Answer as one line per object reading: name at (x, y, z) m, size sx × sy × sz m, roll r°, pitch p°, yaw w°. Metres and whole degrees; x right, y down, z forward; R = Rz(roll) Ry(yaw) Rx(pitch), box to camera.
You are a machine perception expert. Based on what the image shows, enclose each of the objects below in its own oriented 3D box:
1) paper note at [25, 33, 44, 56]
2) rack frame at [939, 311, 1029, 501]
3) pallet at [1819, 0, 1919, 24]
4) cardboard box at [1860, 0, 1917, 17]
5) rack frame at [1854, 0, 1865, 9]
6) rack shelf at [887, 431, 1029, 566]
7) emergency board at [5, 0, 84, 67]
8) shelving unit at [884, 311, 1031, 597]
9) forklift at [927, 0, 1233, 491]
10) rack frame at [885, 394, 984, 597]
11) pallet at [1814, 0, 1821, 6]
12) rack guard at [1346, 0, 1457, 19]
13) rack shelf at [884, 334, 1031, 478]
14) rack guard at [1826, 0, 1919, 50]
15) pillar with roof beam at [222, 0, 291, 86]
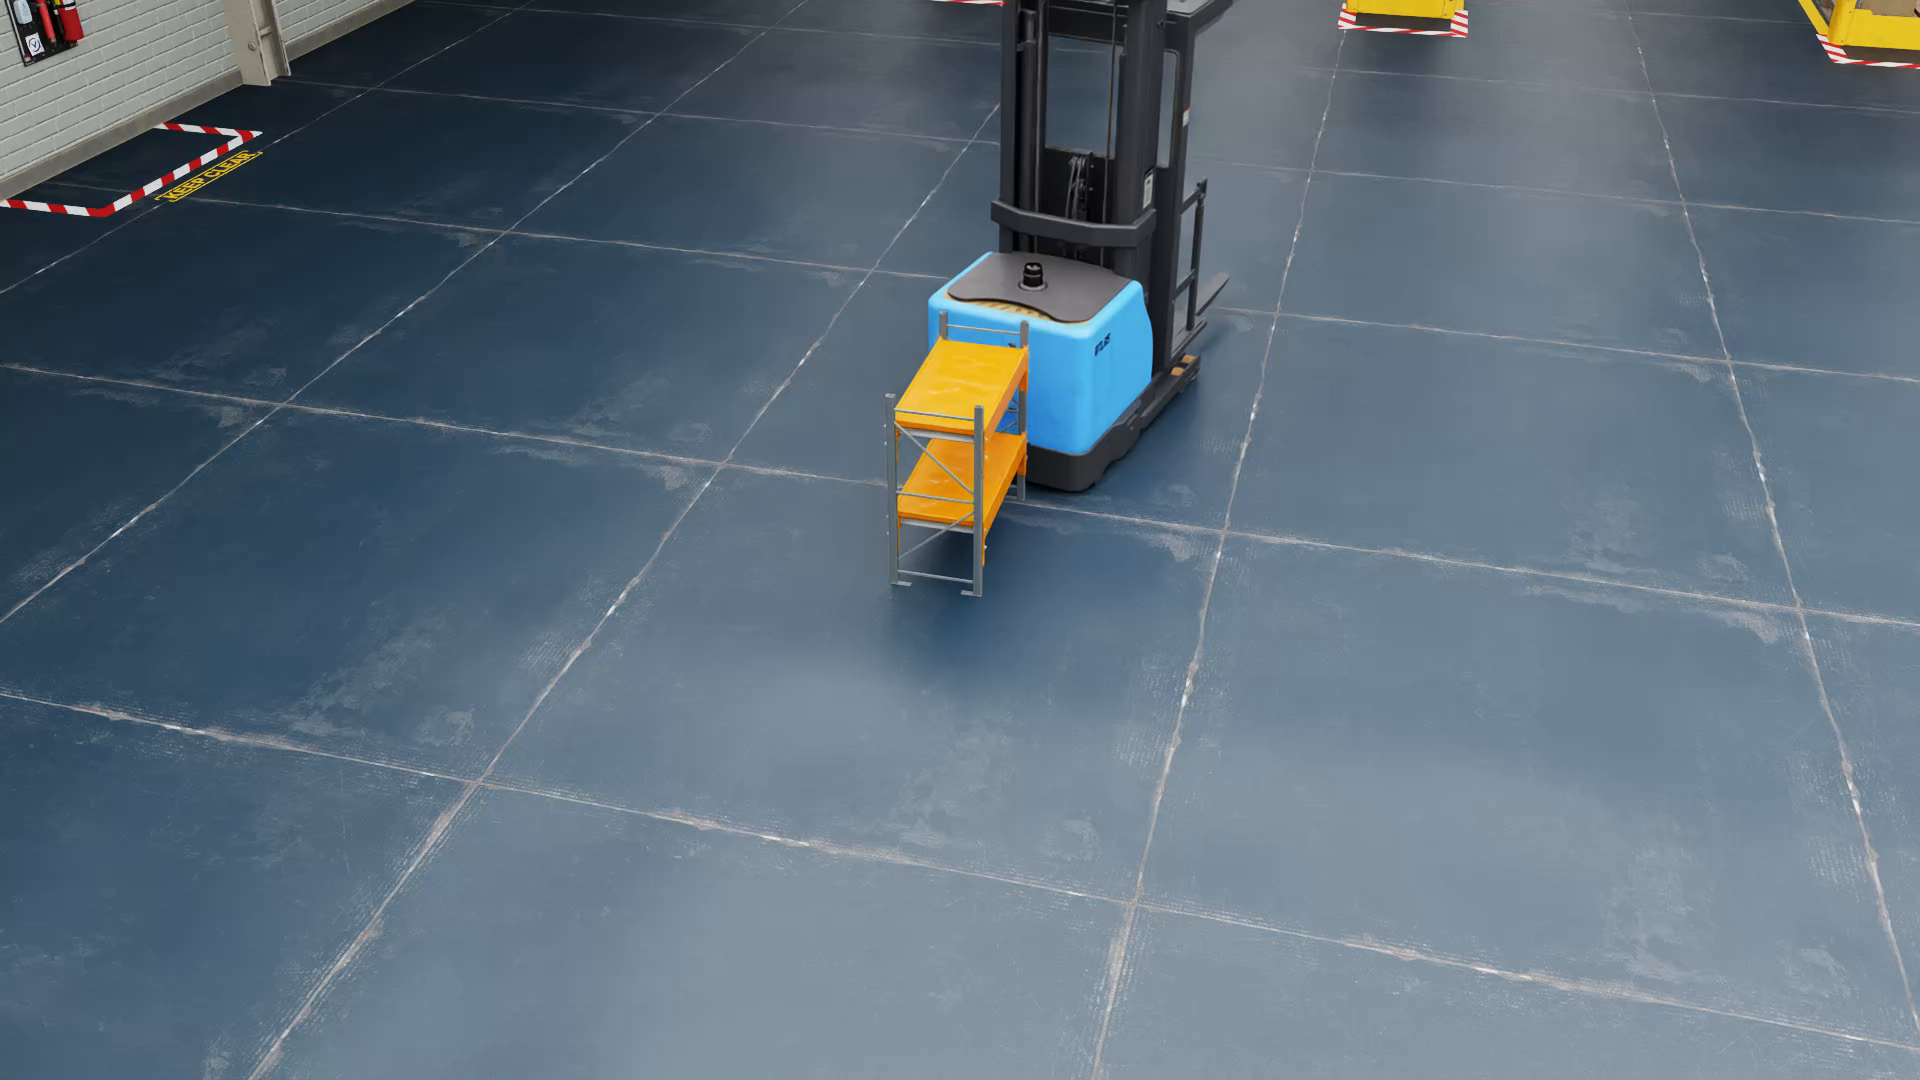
paper note at (-7.621, -4.084, 13.700) m, size 0.016 × 0.148 × 0.142 m, roll 8°, pitch 33°, yaw 12°
rack frame at (0.131, -0.742, 9.369) m, size 0.500 × 1.125 × 0.032 m, roll 8°, pitch 33°, yaw 12°
pallet at (9.969, -5.704, 18.026) m, size 1.003 × 0.211 × 1.213 m, roll 8°, pitch 33°, yaw 12°
cardboard box at (9.884, -5.869, 17.625) m, size 0.500 × 0.500 × 0.500 m, roll 14°, pitch 35°, yaw 21°
rack frame at (9.710, -6.425, 16.561) m, size 1.000 × 3.000 × 0.127 m, roll 8°, pitch 33°, yaw 12°
rack shelf at (0.002, -0.272, 9.085) m, size 0.538 × 0.278 × 1.000 m, roll 8°, pitch 33°, yaw 12°
emergency board at (-7.510, -4.538, 13.593) m, size 0.194 × 1.169 × 0.643 m, roll 8°, pitch 33°, yaw 12°
shelving unit at (0.002, -0.478, 8.954) m, size 0.538 × 1.125 × 1.048 m, roll 8°, pitch 33°, yaw 12°
forklift at (0.923, -2.287, 10.116) m, size 1.130 × 2.935 × 3.031 m, roll 15°, pitch 36°, yaw 23°
rack frame at (-0.127, -0.214, 8.539) m, size 0.500 × 1.125 × 0.032 m, roll 8°, pitch 33°, yaw 12°
pallet at (10.281, -6.336, 19.019) m, size 1.003 × 0.211 × 1.213 m, roll 8°, pitch 33°, yaw 12°
rack guard at (4.893, -6.090, 18.364) m, size 1.175 × 0.500 × 0.348 m, roll 8°, pitch 33°, yaw 12°
rack shelf at (0.002, -0.725, 8.797) m, size 0.538 × 0.278 × 1.000 m, roll 8°, pitch 33°, yaw 12°
rack guard at (9.729, -5.410, 17.293) m, size 1.175 × 0.500 × 0.348 m, roll 8°, pitch 33°, yaw 12°
pillar with roof beam at (-2.681, -7.761, 13.071) m, size 9.100 × 9.000 × 0.400 m, roll 8°, pitch 33°, yaw 12°
